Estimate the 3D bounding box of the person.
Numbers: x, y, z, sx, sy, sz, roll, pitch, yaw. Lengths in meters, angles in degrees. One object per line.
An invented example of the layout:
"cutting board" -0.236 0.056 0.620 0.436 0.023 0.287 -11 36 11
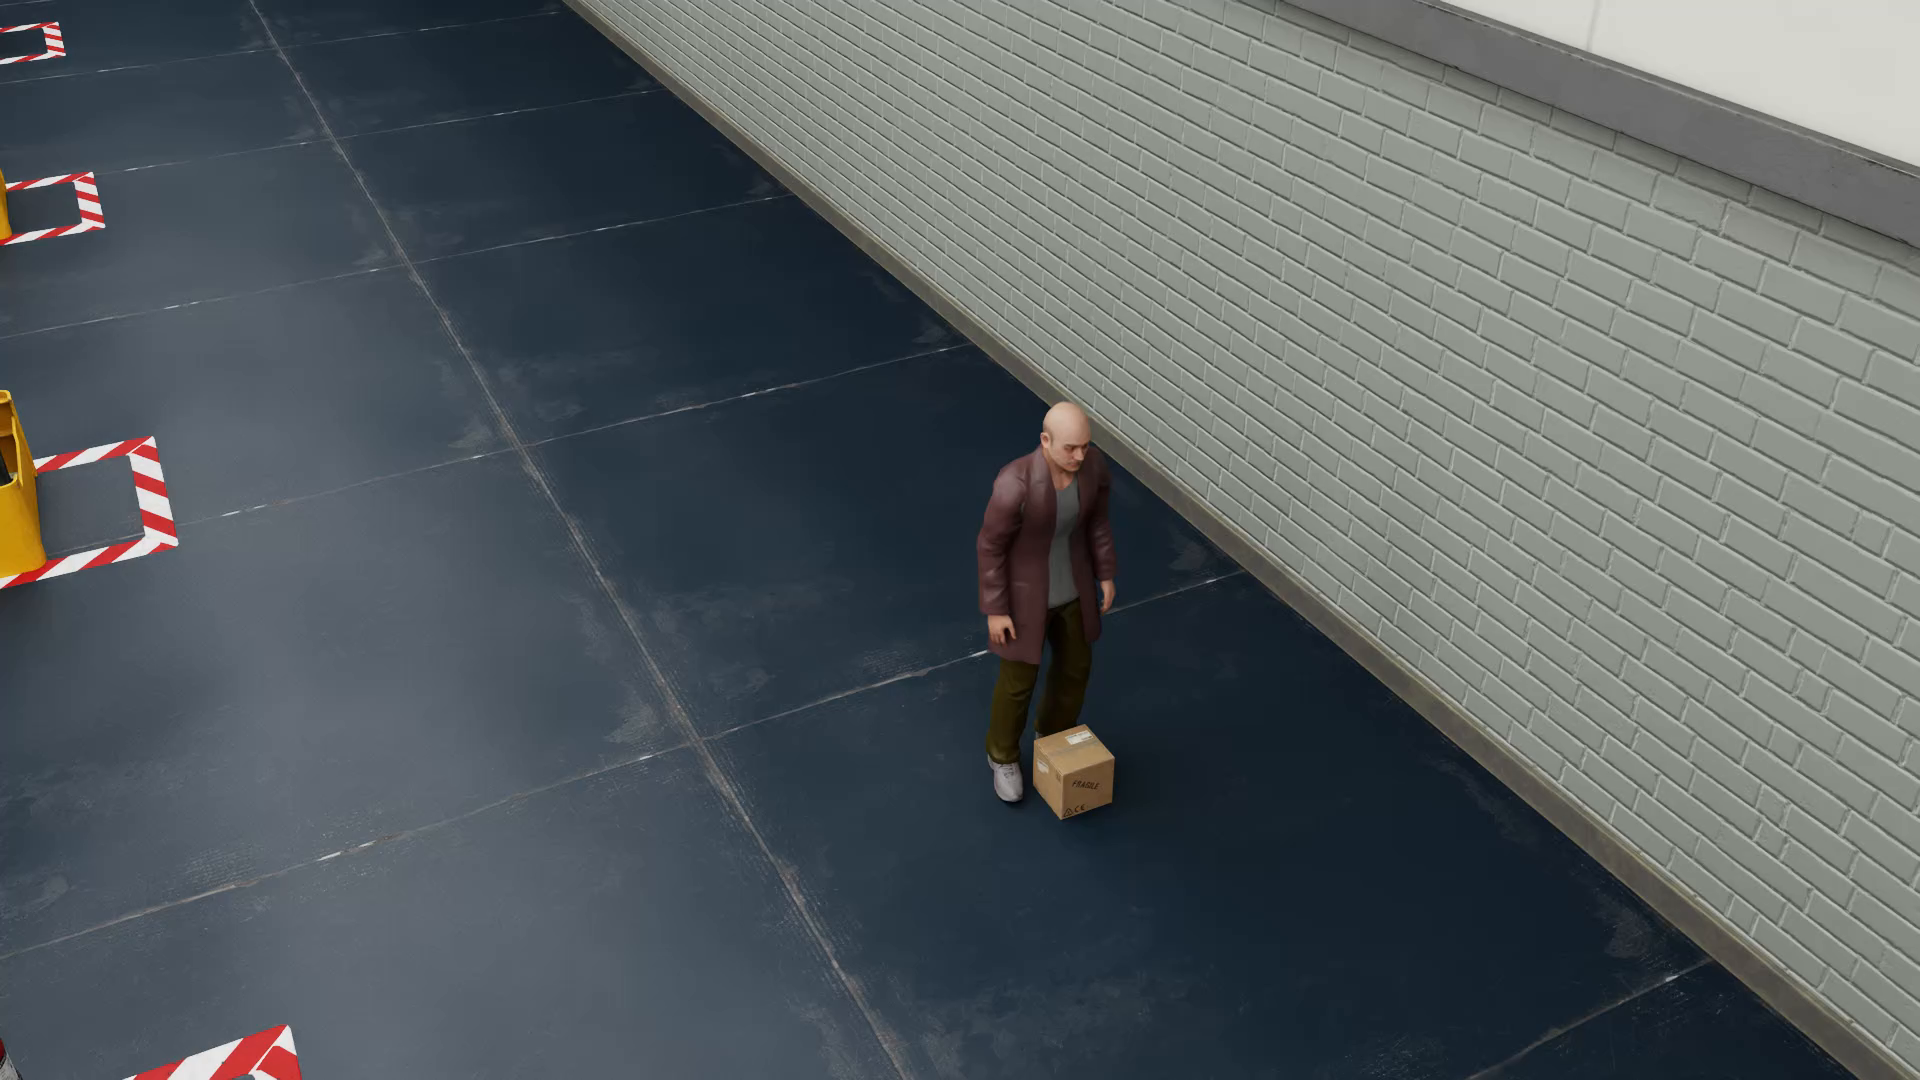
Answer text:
"person" 0.360 0.220 6.808 0.650 1.774 0.418 -16 36 -24
